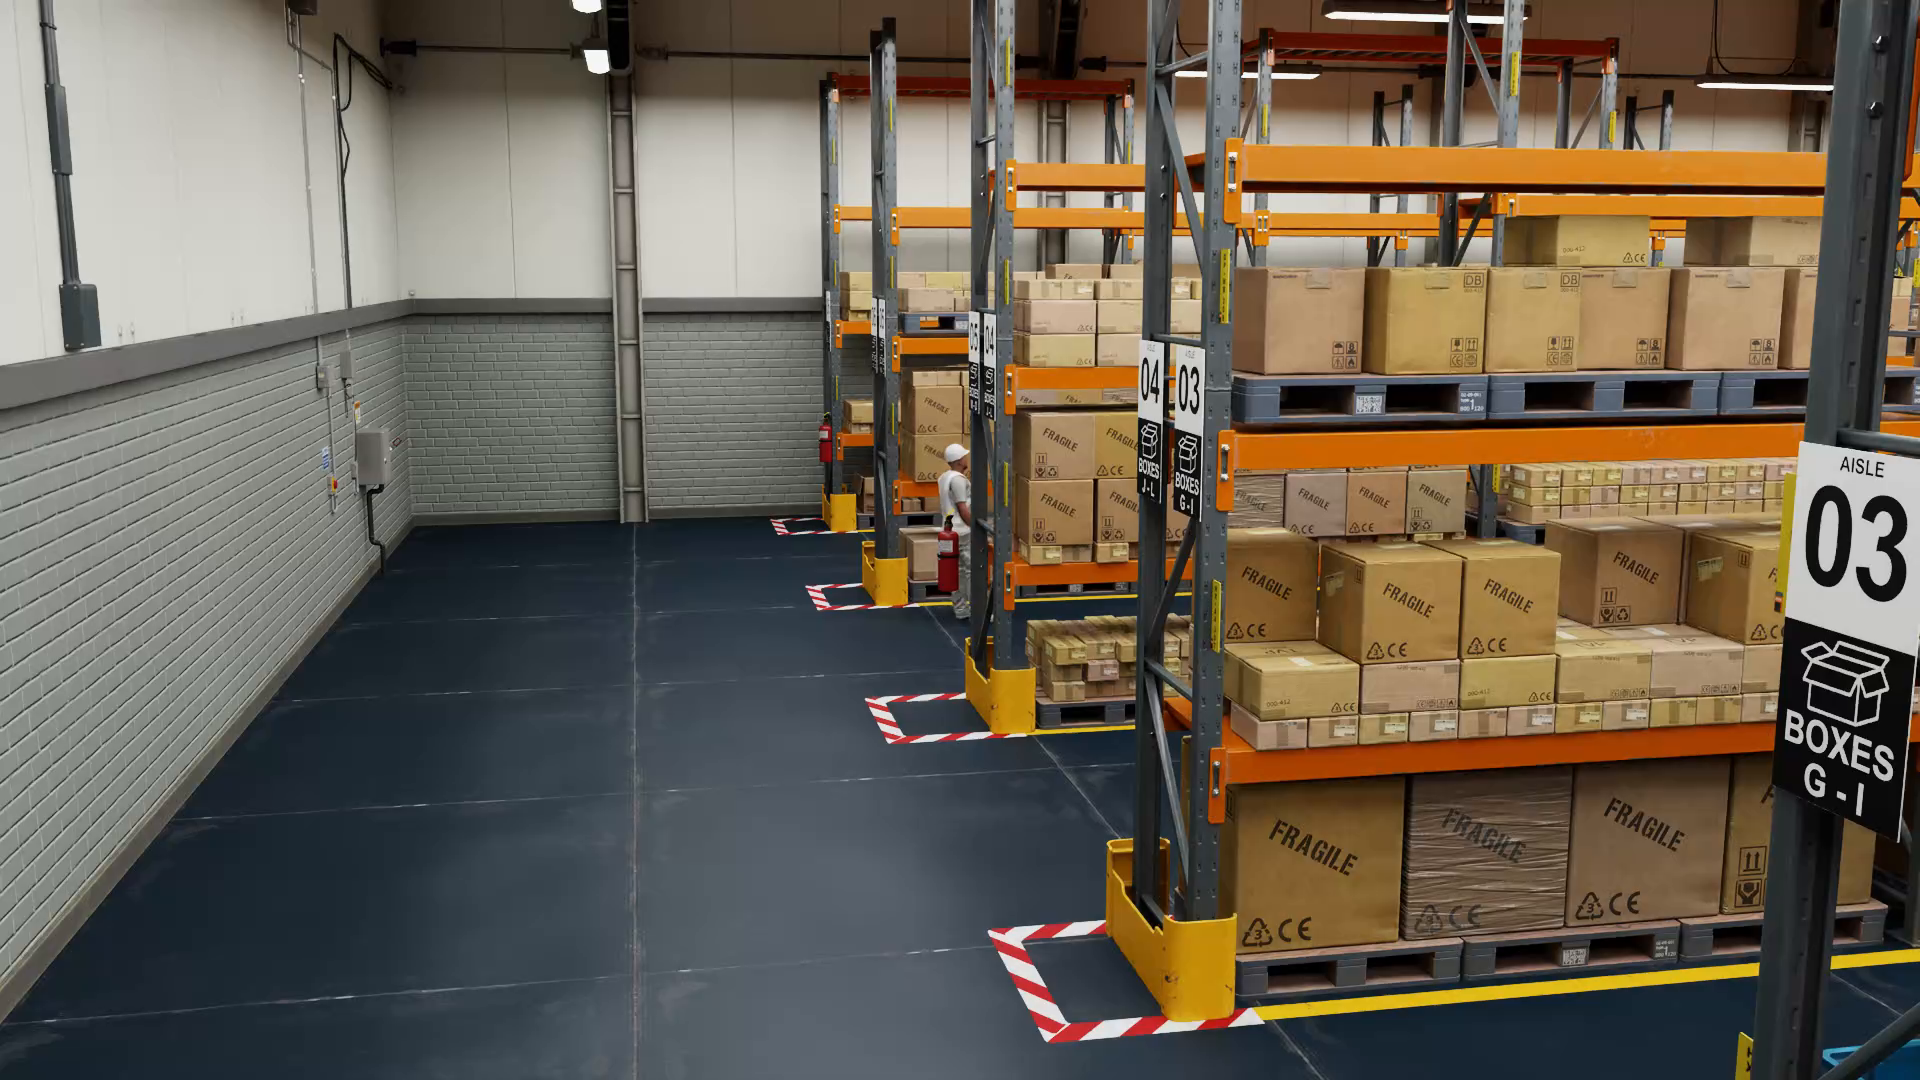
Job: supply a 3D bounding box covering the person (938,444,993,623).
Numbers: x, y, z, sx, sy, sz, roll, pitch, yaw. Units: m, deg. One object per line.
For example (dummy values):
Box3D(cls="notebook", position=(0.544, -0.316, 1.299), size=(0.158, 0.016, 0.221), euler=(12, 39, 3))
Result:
Box3D(cls="person", position=(0.090, -0.083, 16.765), size=(0.577, 1.782, 0.656), euler=(-3, 10, -18))
